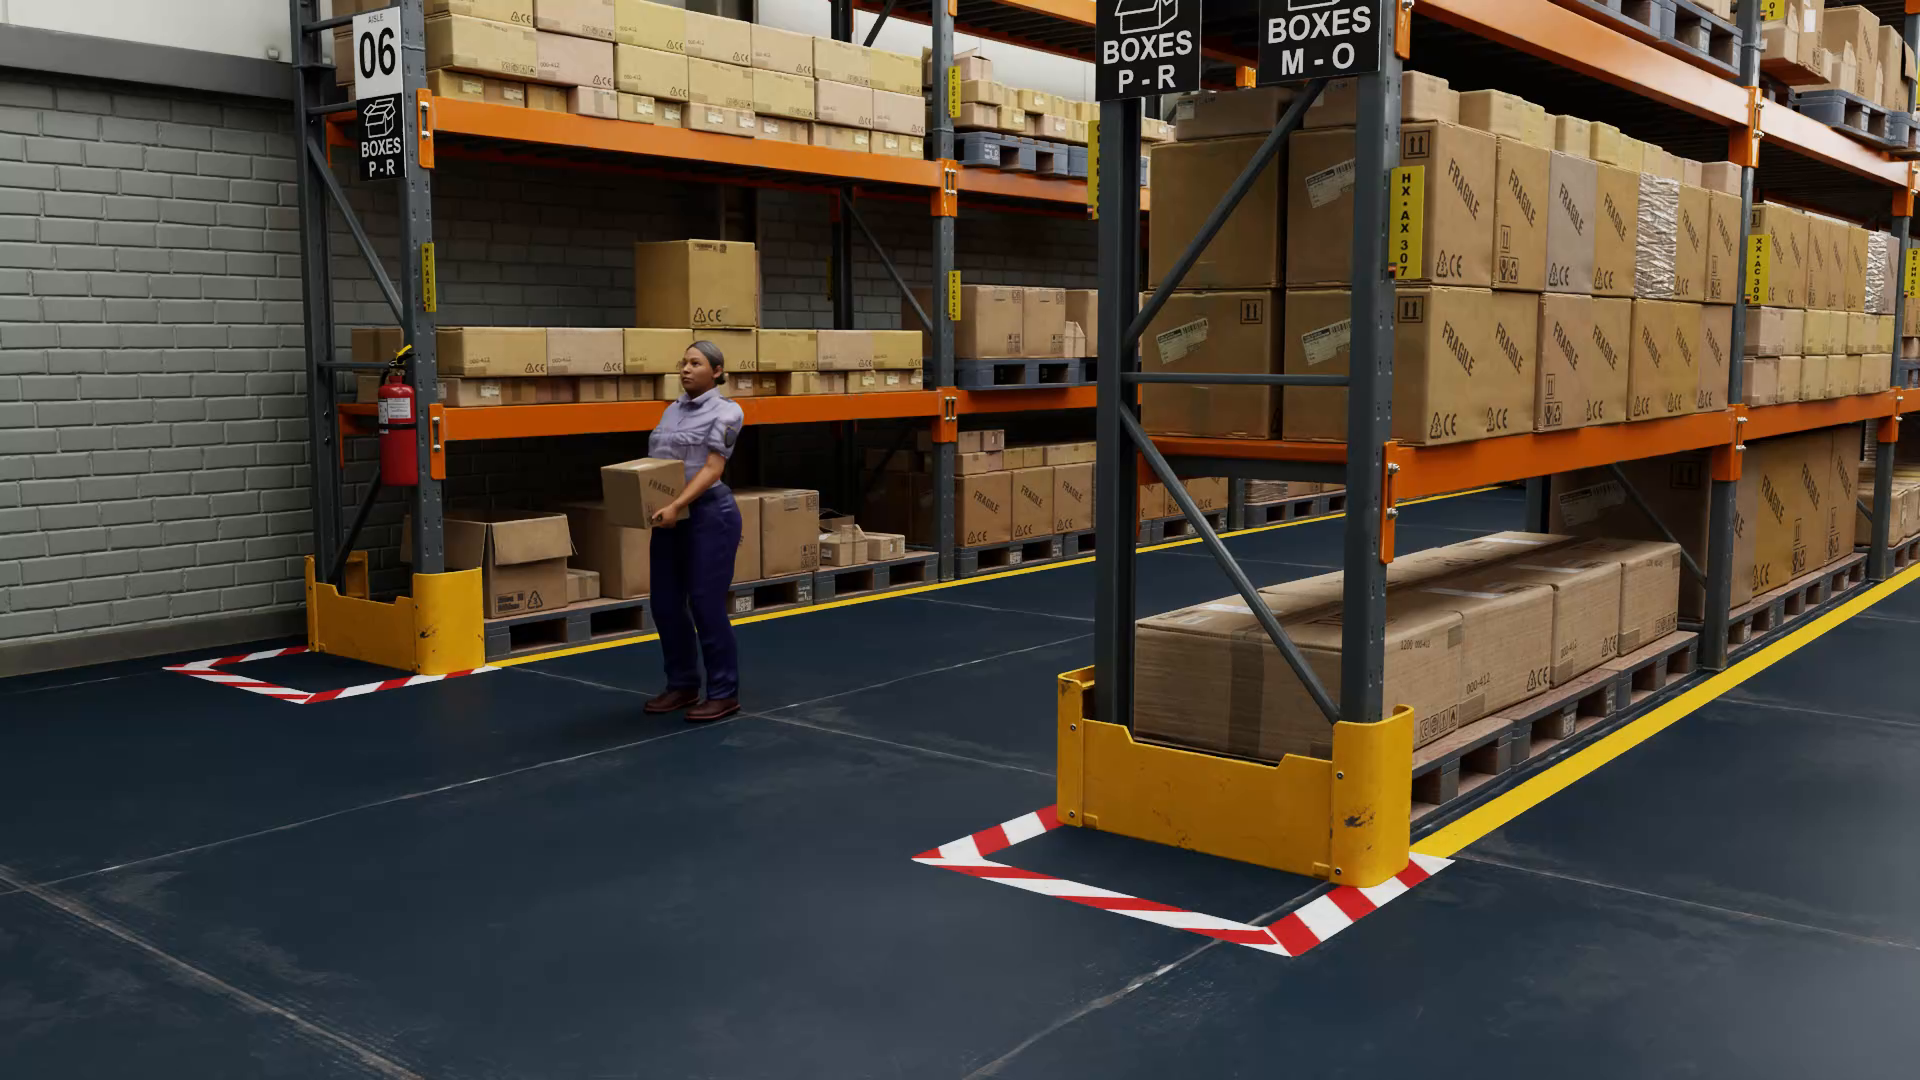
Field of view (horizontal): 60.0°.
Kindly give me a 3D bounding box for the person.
[{"bbox_3d":[-1.214,-0.043,7.211,0.453,1.636,0.524,6,9,40],"label":"person"}]
